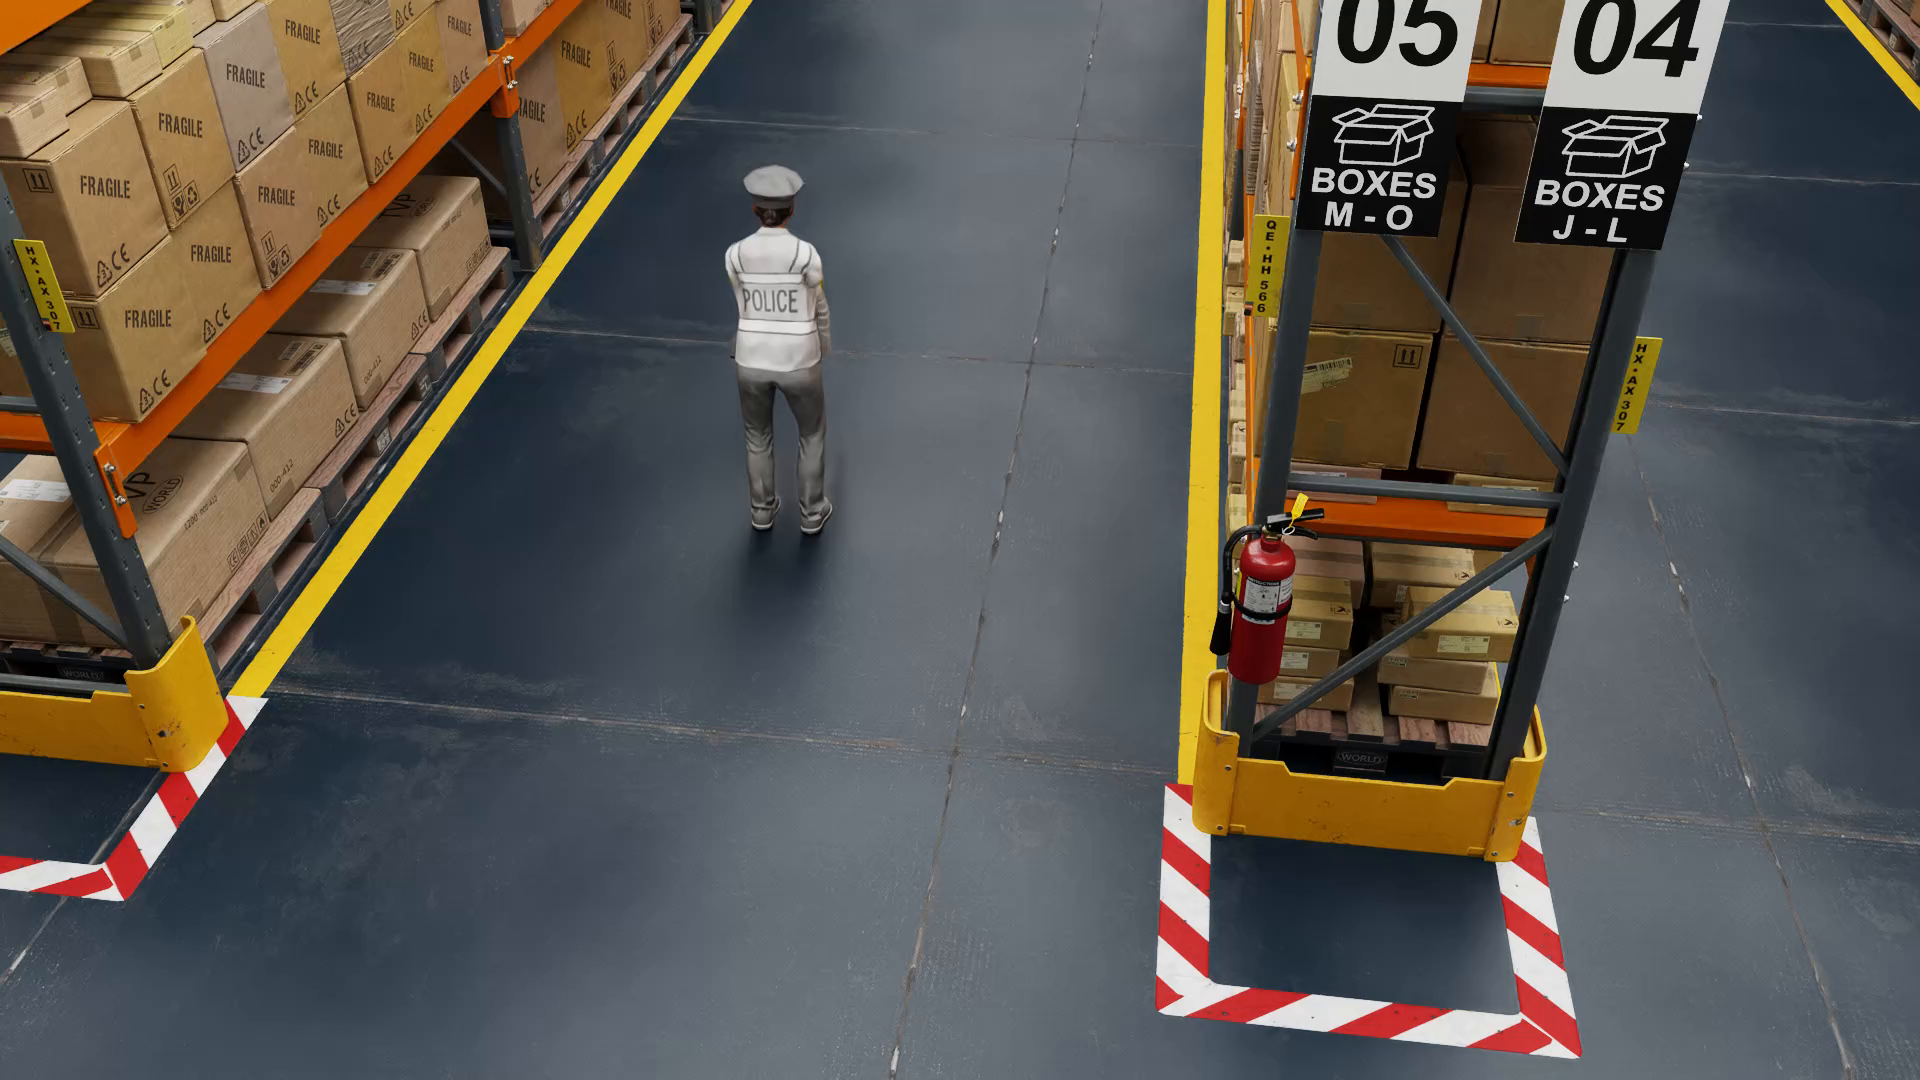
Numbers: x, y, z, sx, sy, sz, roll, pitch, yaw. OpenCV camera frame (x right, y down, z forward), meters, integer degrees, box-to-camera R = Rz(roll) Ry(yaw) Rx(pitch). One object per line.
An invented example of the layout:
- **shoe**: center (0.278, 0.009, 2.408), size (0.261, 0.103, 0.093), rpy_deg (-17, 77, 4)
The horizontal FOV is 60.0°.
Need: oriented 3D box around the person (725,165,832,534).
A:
- **person**: center (-0.783, -0.802, 7.273), size (0.412, 1.630, 0.560), rpy_deg (4, 37, 5)
